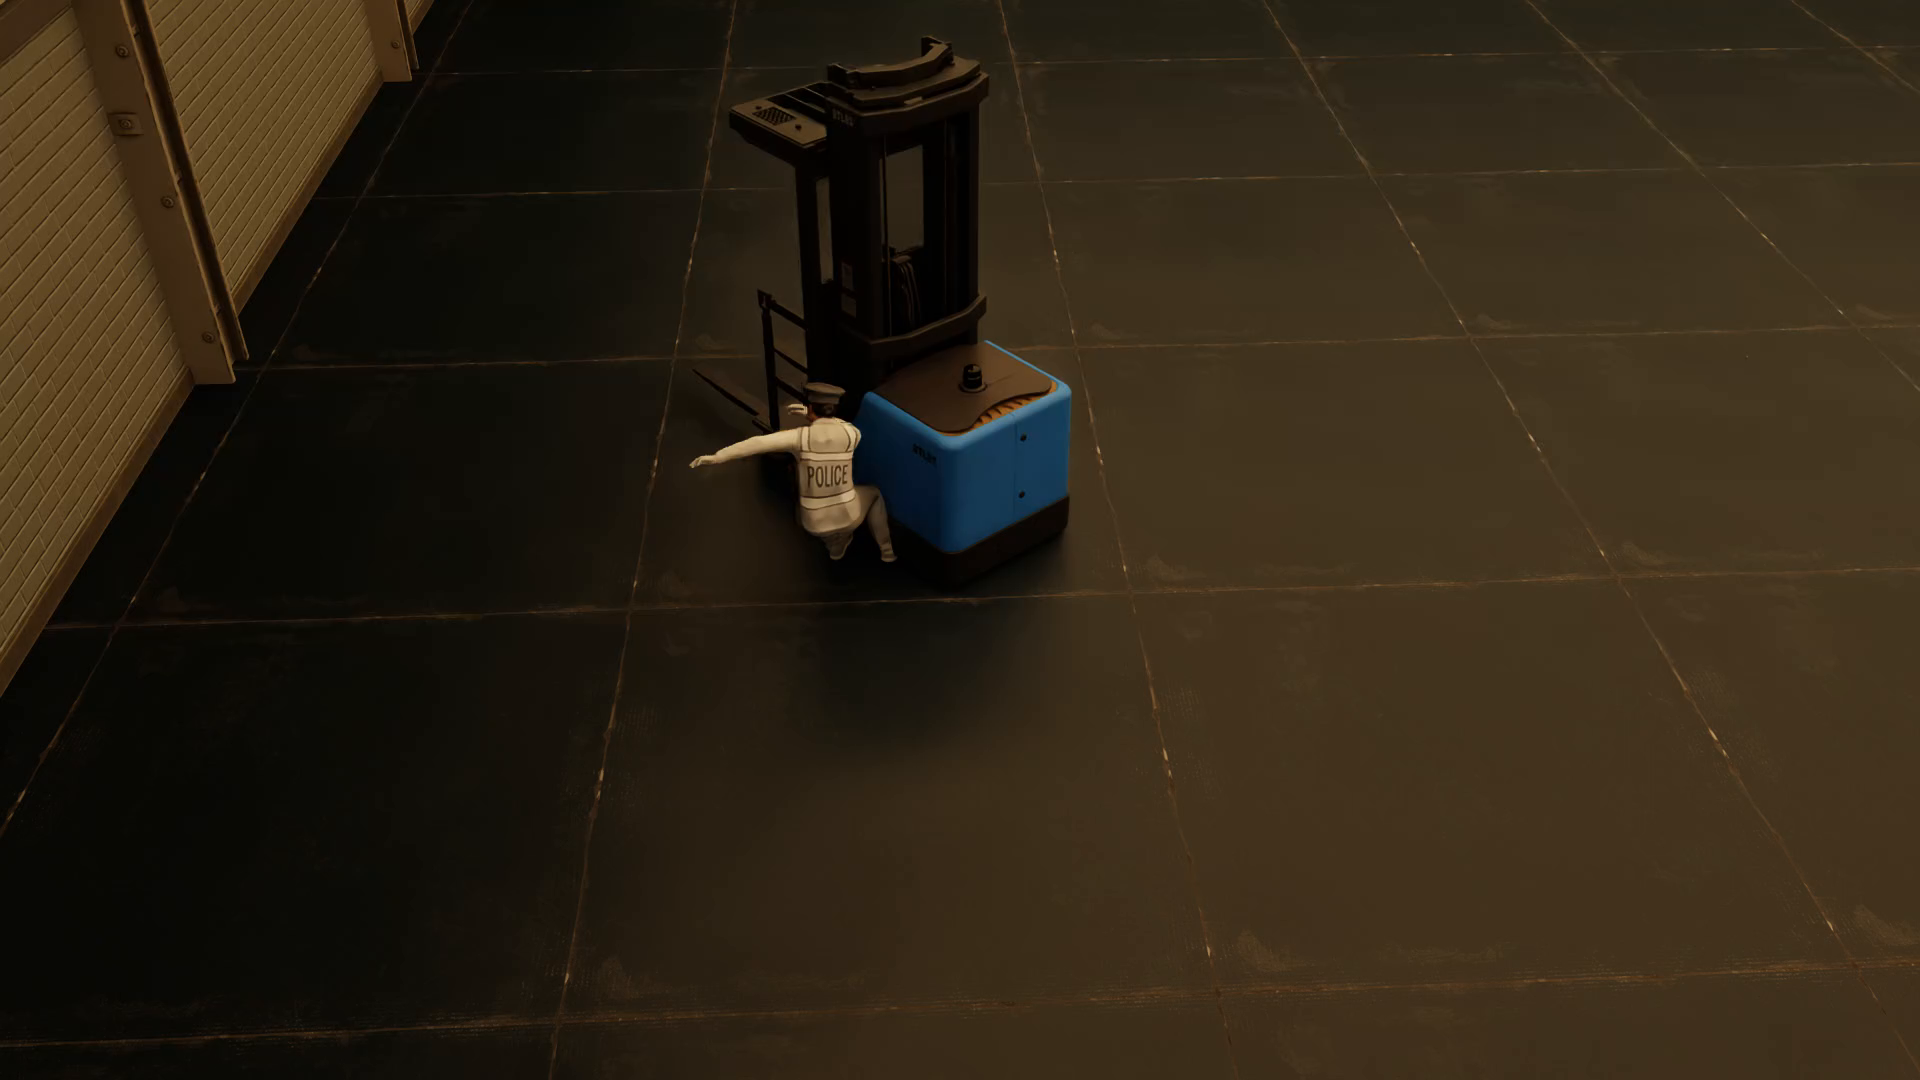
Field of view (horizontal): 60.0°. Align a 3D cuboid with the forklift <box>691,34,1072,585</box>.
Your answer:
[{"bbox_3d":[-0.663,-1.701,10.345,1.130,2.935,3.031,-27,44,-32],"label":"forklift"}]

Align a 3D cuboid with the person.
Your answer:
[{"bbox_3d":[-0.919,-0.276,9.765,1.308,1.360,0.687,-9,37,-12],"label":"person"}]
